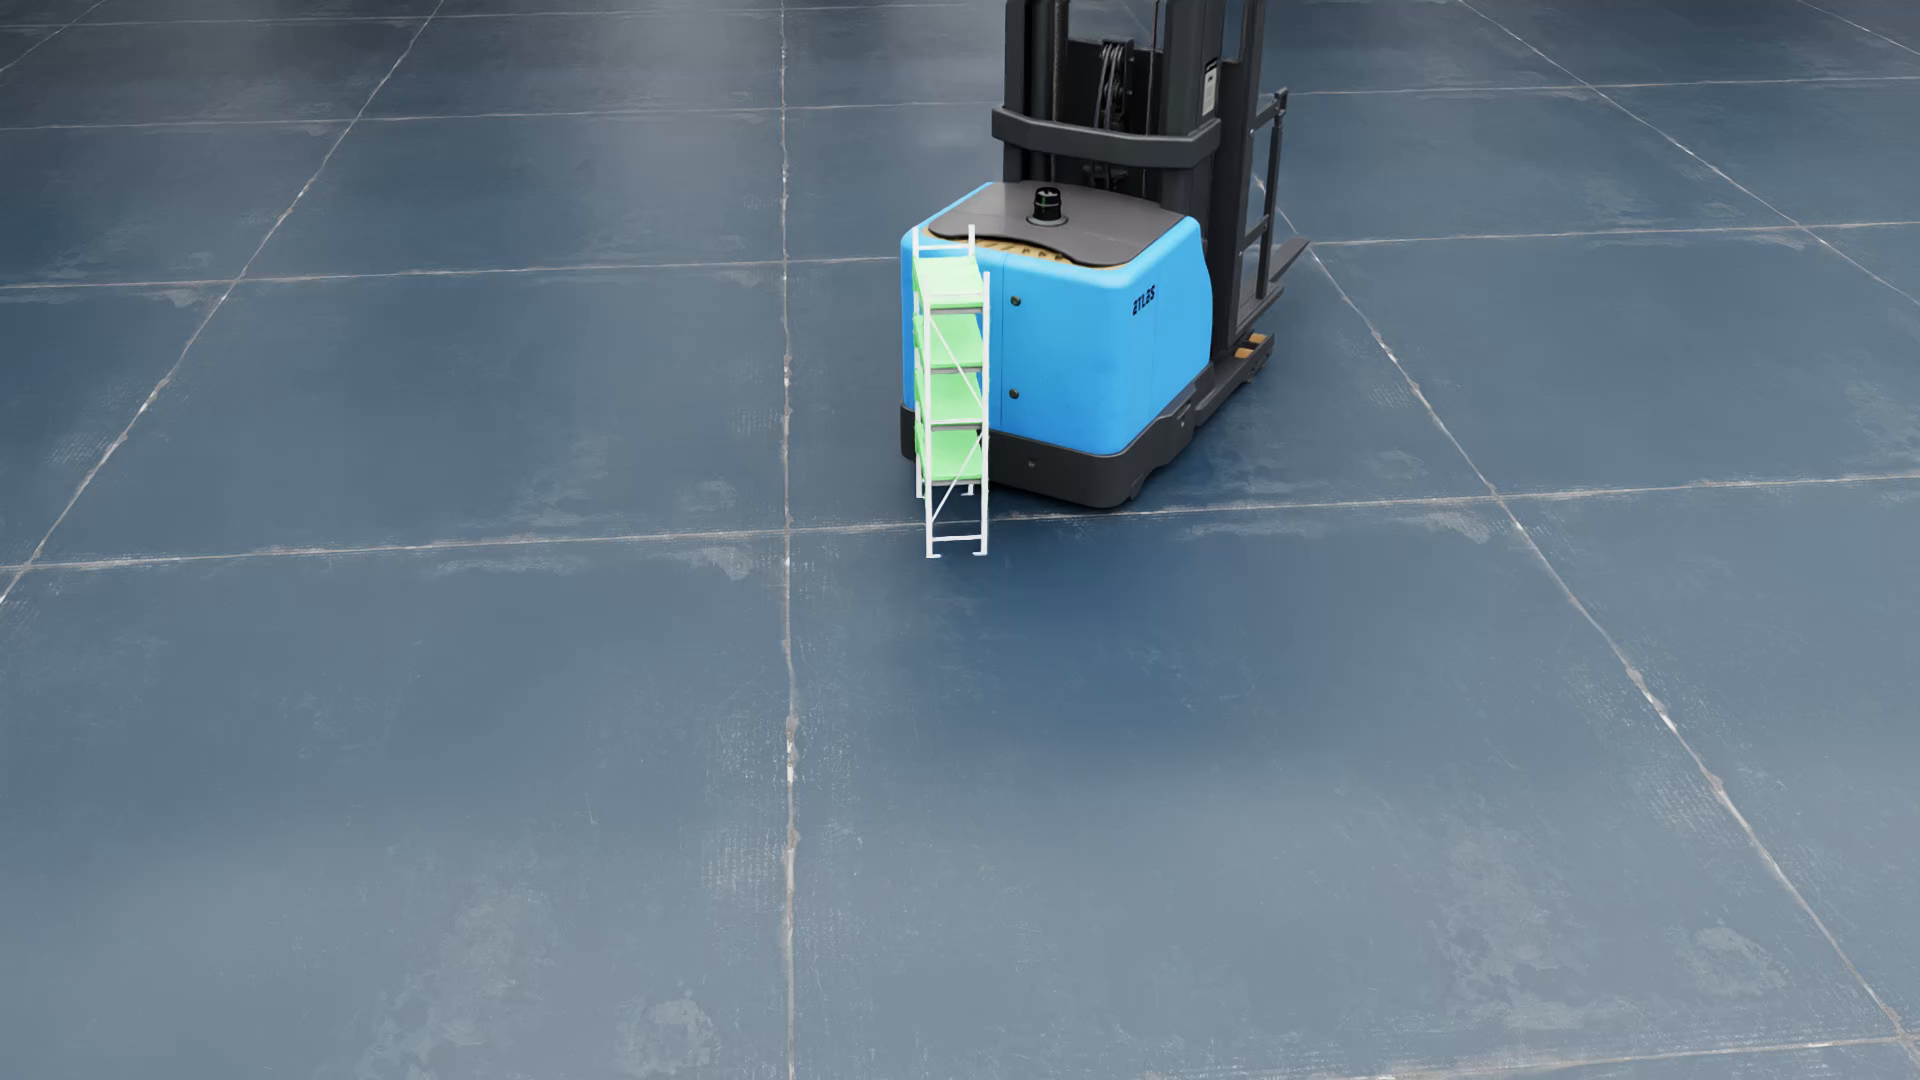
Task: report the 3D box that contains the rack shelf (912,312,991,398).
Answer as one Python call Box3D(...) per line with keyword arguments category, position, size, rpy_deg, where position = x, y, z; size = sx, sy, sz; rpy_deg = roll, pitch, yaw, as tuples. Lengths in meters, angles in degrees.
Box3D(category="rack shelf", position=(-0.038, -0.727, 6.453), size=(0.258, 0.148, 0.480), rpy_deg=(-3, 31, -5))

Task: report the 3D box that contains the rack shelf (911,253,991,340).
Box3D(category="rack shelf", position=(-0.038, -0.933, 6.330), size=(0.258, 0.148, 0.480), rpy_deg=(-3, 31, -5))

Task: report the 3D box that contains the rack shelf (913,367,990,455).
Box3D(category="rack shelf", position=(-0.038, -0.520, 6.576), size=(0.258, 0.148, 0.480), rpy_deg=(-3, 31, -5))

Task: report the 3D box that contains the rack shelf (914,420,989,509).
Box3D(category="rack shelf", position=(-0.038, -0.314, 6.699), size=(0.258, 0.148, 0.480), rpy_deg=(-3, 31, -5))

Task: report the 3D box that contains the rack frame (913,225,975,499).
Box3D(category="rack frame", position=(-0.064, -0.700, 6.751), size=(0.240, 1.200, 0.015), rpy_deg=(-3, 31, -5))

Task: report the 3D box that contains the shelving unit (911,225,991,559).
Box3D(category="shelving unit", position=(-0.038, -0.575, 6.543), size=(0.258, 1.200, 0.503), rpy_deg=(-3, 31, -5))

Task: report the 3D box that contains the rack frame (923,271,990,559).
Box3D(category="rack frame", position=(-0.013, -0.451, 6.335), size=(0.240, 1.200, 0.015), rpy_deg=(-3, 31, -5))

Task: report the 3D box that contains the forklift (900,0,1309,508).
Box3D(category="forklift", position=(0.888, -2.118, 7.438), size=(1.130, 2.935, 3.031), rpy_deg=(16, 34, 24))
